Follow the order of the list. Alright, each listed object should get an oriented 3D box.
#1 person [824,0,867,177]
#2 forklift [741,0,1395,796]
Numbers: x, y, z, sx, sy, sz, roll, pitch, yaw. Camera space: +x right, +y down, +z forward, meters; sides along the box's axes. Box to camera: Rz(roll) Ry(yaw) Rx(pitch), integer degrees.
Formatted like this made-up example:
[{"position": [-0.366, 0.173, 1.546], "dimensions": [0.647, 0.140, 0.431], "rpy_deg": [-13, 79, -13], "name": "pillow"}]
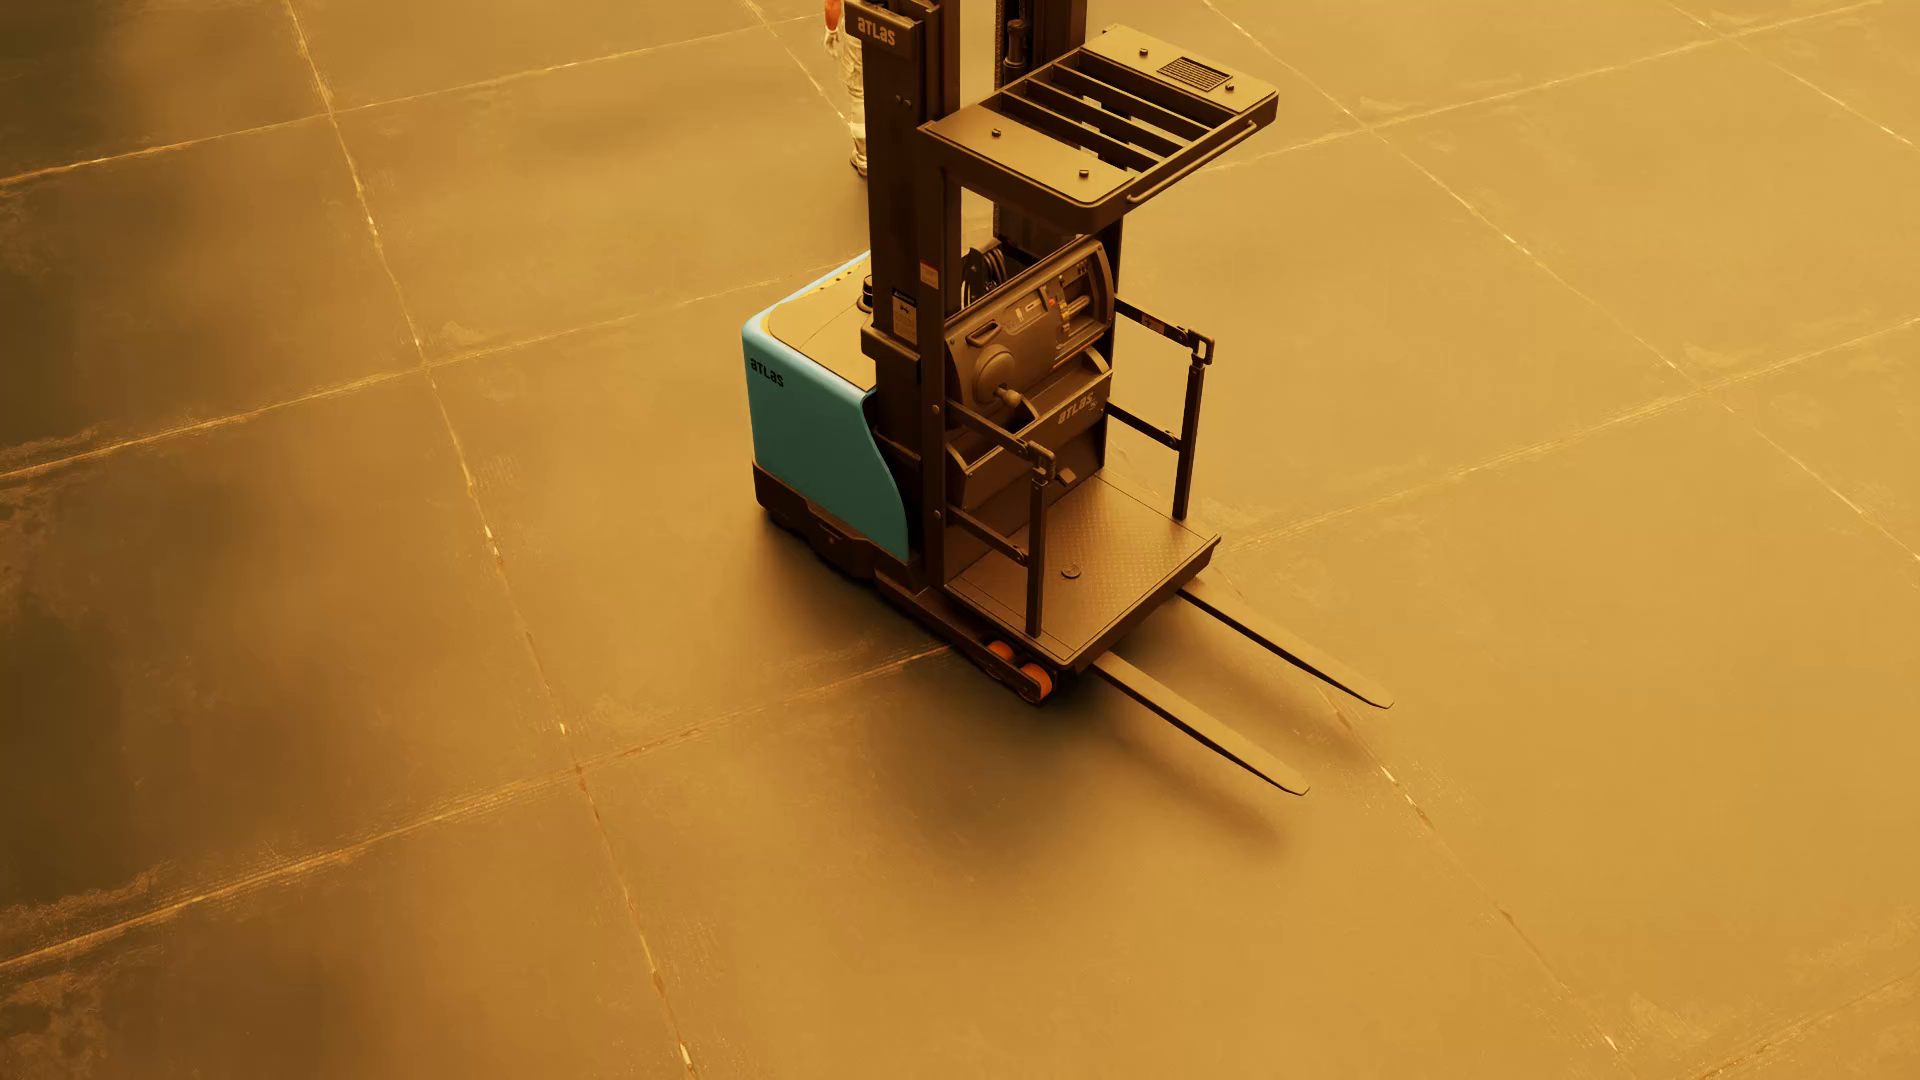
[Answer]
[{"position": [-0.486, -2.971, 9.711], "dimensions": [0.621, 1.779, 0.454], "rpy_deg": [-5, 43, -6], "name": "person"}, {"position": [0.445, -0.788, 6.525], "dimensions": [3.031, 2.935, 1.130], "rpy_deg": [32, 52, 30], "name": "forklift"}]
